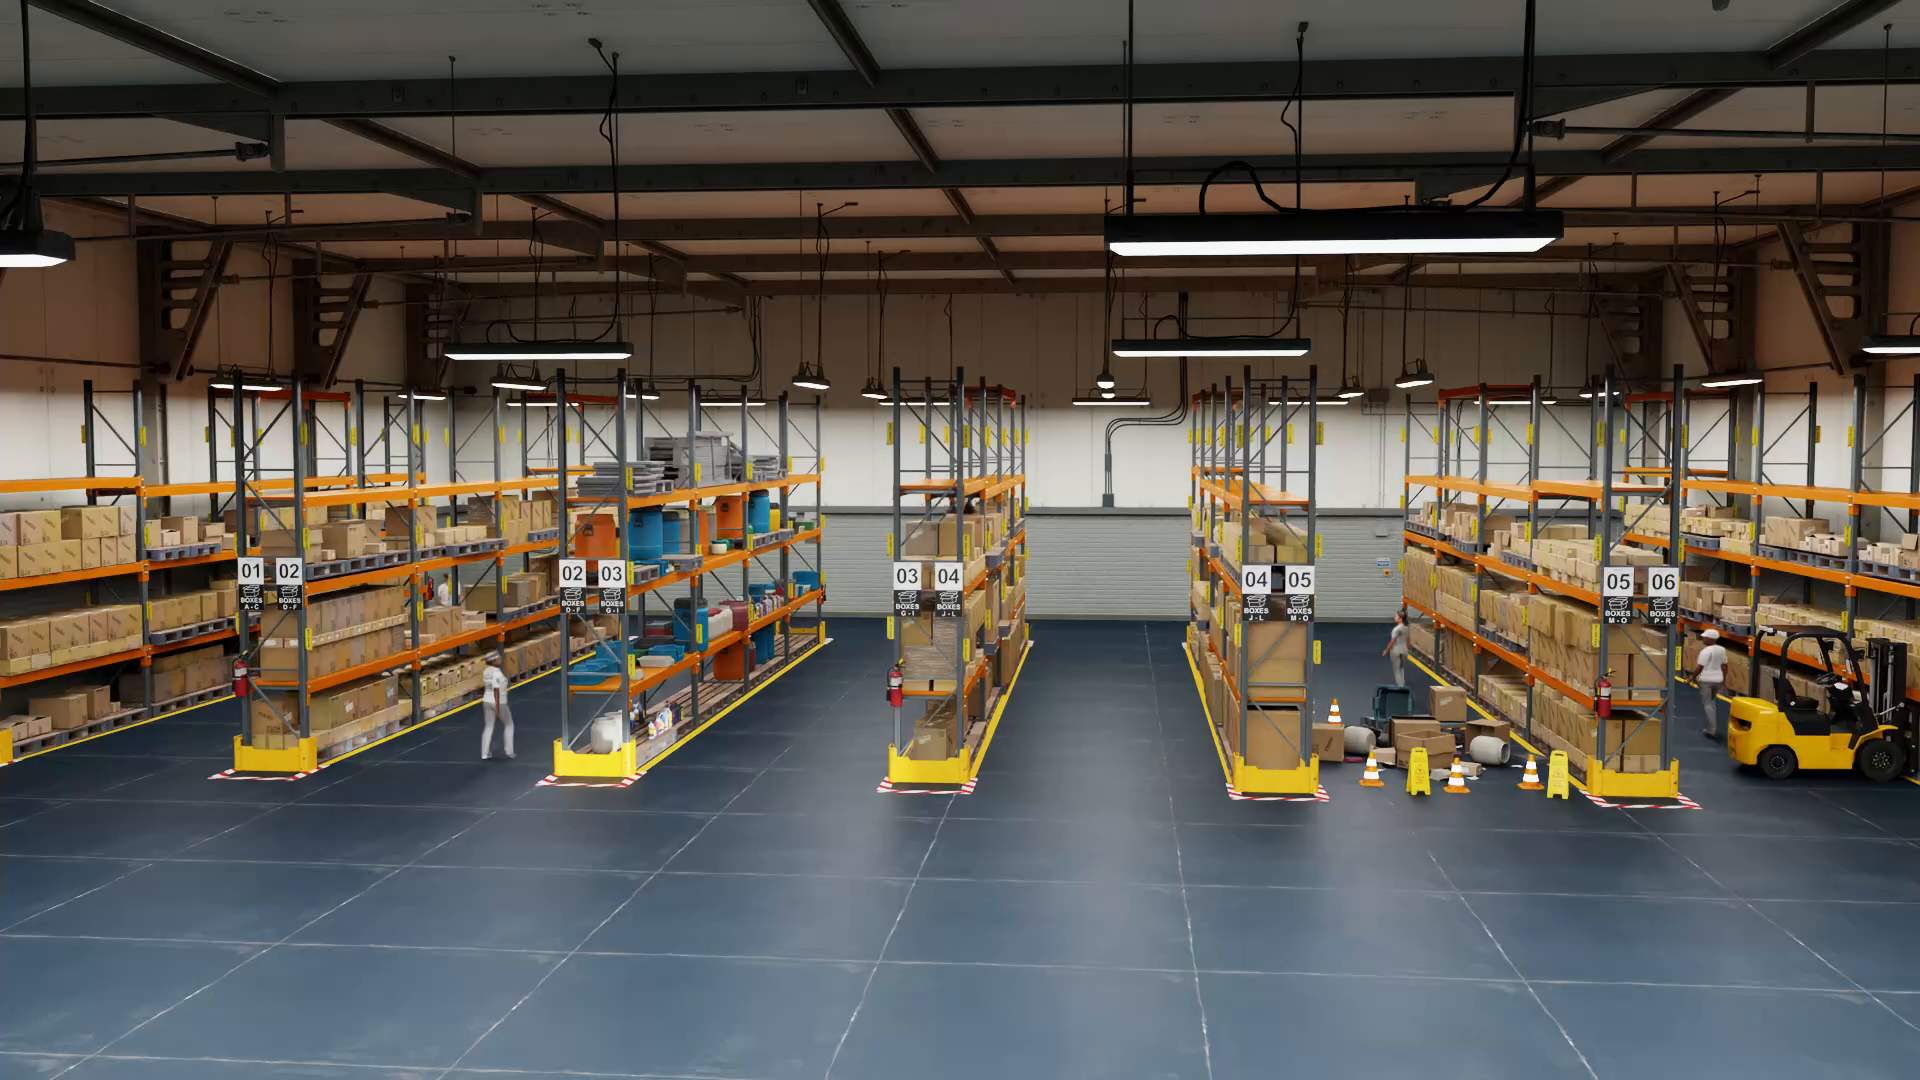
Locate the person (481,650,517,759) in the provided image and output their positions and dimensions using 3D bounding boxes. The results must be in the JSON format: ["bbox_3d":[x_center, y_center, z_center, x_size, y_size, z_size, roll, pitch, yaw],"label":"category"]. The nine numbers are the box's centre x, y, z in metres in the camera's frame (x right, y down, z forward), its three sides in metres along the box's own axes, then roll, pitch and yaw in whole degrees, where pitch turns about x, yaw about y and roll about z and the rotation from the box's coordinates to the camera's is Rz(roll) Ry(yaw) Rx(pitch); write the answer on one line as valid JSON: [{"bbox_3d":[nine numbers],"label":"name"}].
[{"bbox_3d":[-7.197,2.582,25.848,0.421,1.756,0.622,2,4,28],"label":"person"}]

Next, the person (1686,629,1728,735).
[{"bbox_3d":[12.556,2.385,27.903,0.650,1.797,0.693,0,4,-2],"label":"person"}]

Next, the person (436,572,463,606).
[{"bbox_3d":[-12.316,1.634,40.140,0.691,1.717,1.048,0,4,4],"label":"person"}]

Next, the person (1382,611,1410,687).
[{"bbox_3d":[8.348,2.195,31.688,0.524,1.699,0.593,-1,4,-10],"label":"person"}]
